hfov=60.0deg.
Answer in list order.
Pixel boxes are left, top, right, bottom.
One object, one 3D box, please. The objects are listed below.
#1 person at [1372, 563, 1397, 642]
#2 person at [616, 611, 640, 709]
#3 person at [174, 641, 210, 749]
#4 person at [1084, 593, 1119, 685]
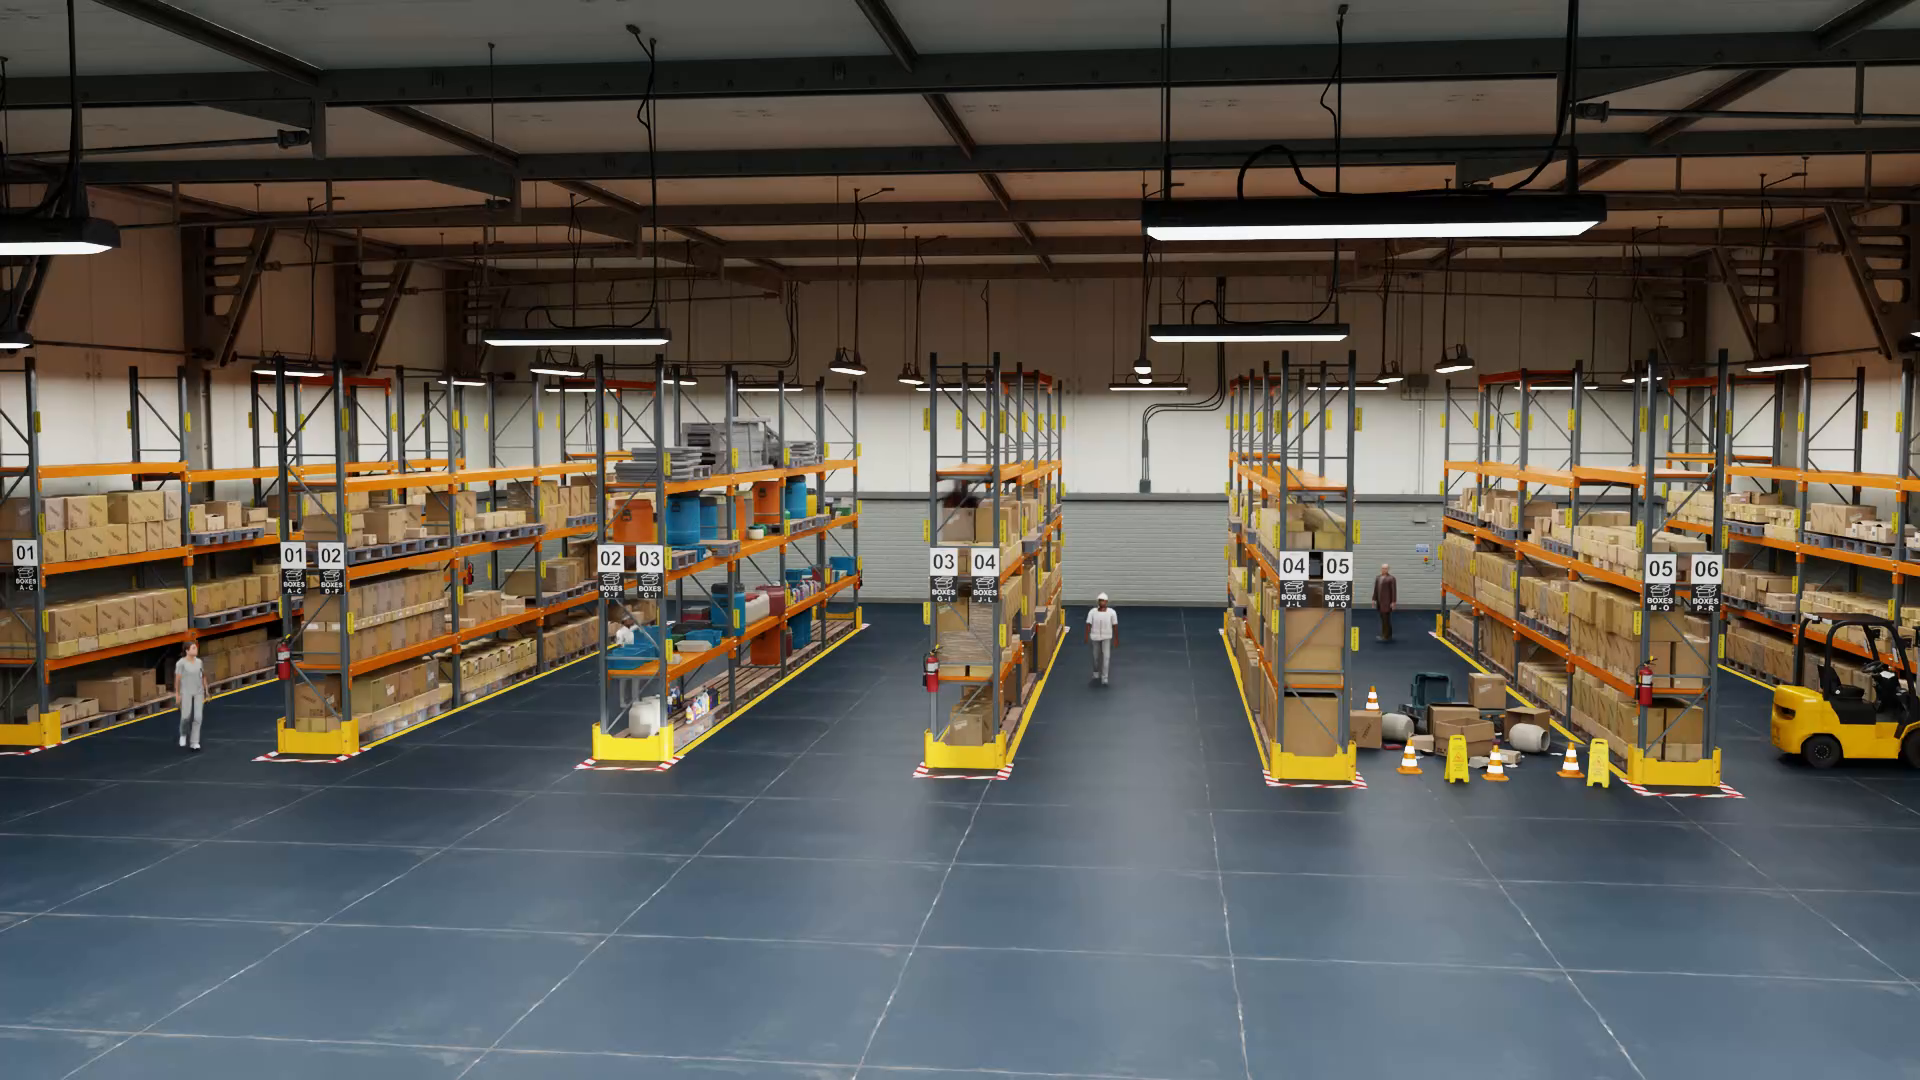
[{"bbox_3d":[9.691,1.425,38.075,0.512,1.778,0.609,-1,4,-14],"label":"person"},{"bbox_3d":[-5.794,2.096,29.221,0.486,1.705,0.365,-2,4,-24],"label":"person"},{"bbox_3d":[-11.745,2.362,25.427,0.493,1.661,0.488,-4,5,-41],"label":"person"},{"bbox_3d":[2.711,1.887,31.846,0.653,1.724,1.014,0,4,6],"label":"person"}]
